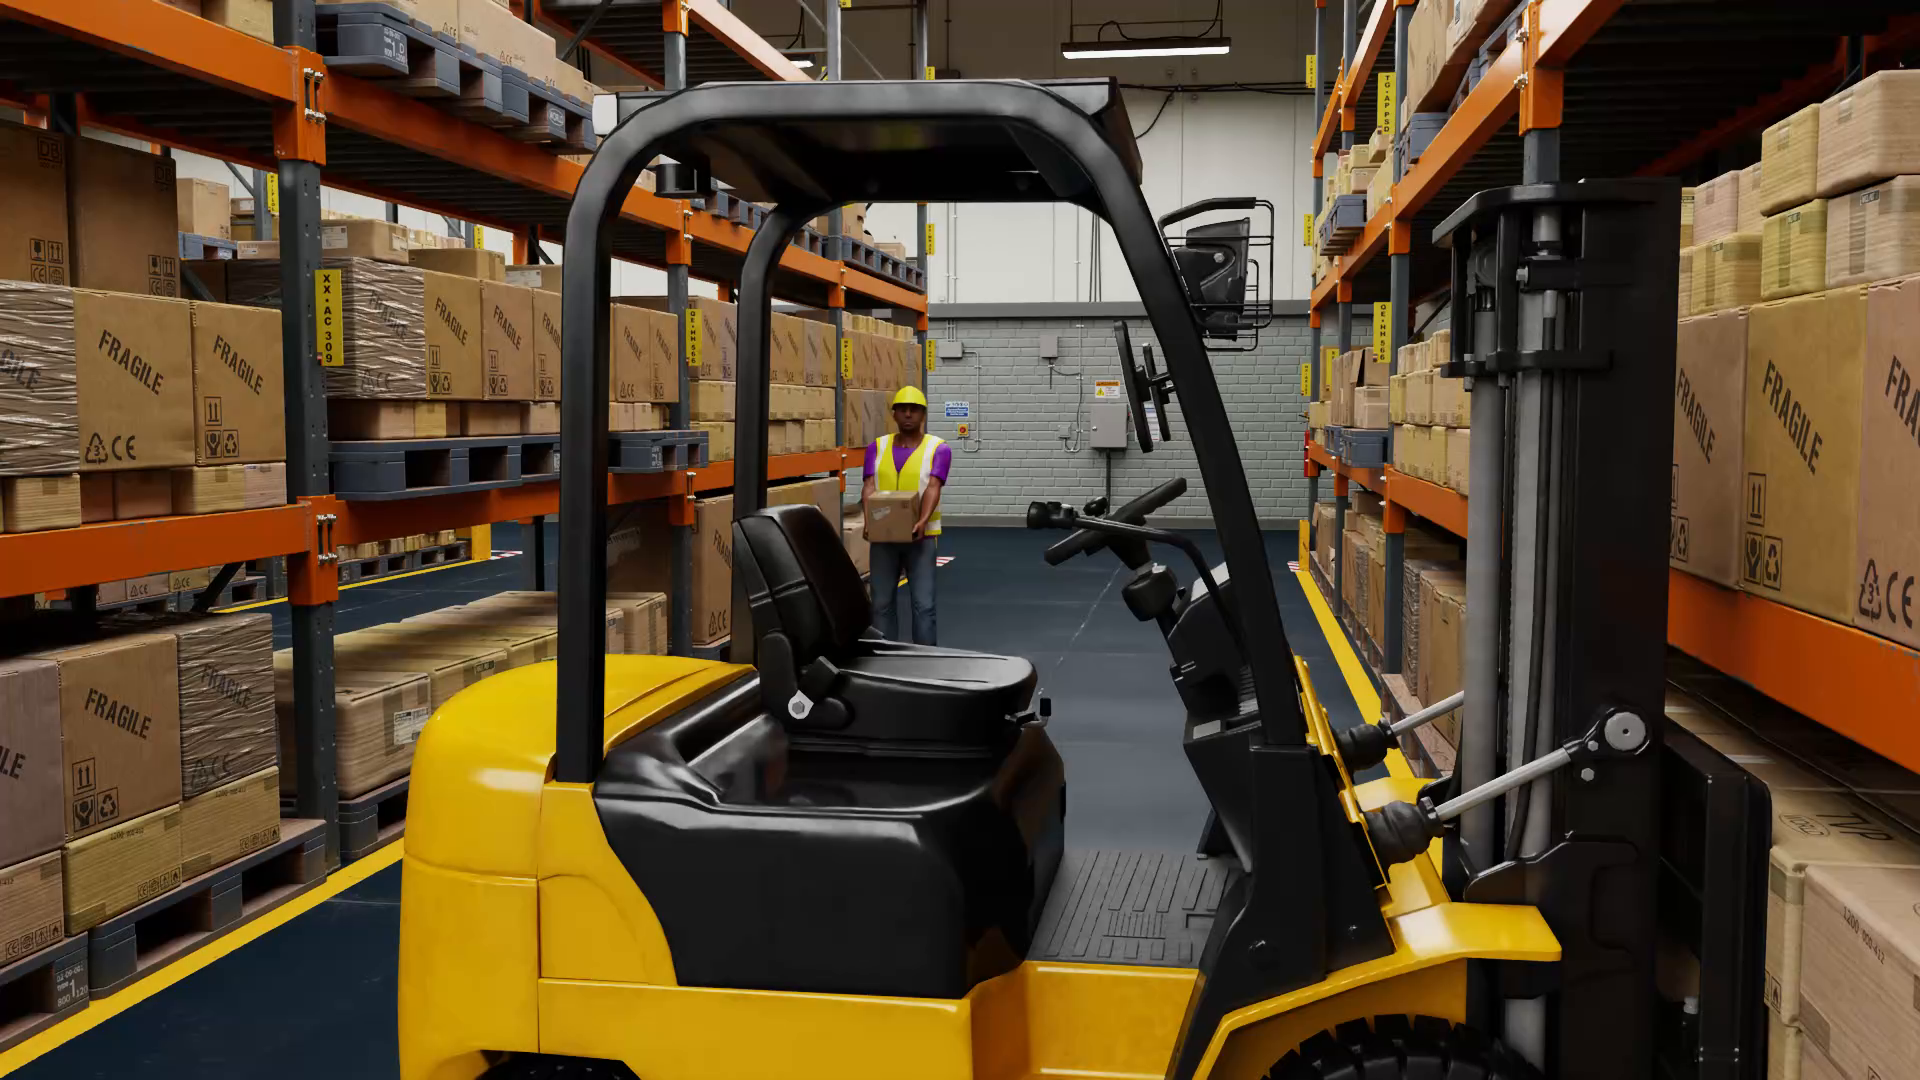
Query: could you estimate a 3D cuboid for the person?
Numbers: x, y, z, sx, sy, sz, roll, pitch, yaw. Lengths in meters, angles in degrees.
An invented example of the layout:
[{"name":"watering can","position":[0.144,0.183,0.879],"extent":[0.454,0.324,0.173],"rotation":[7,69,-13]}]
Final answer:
[{"name":"person","position":[-0.325,0.002,9.499],"extent":[0.504,1.760,0.583],"rotation":[1,5,10]}]
